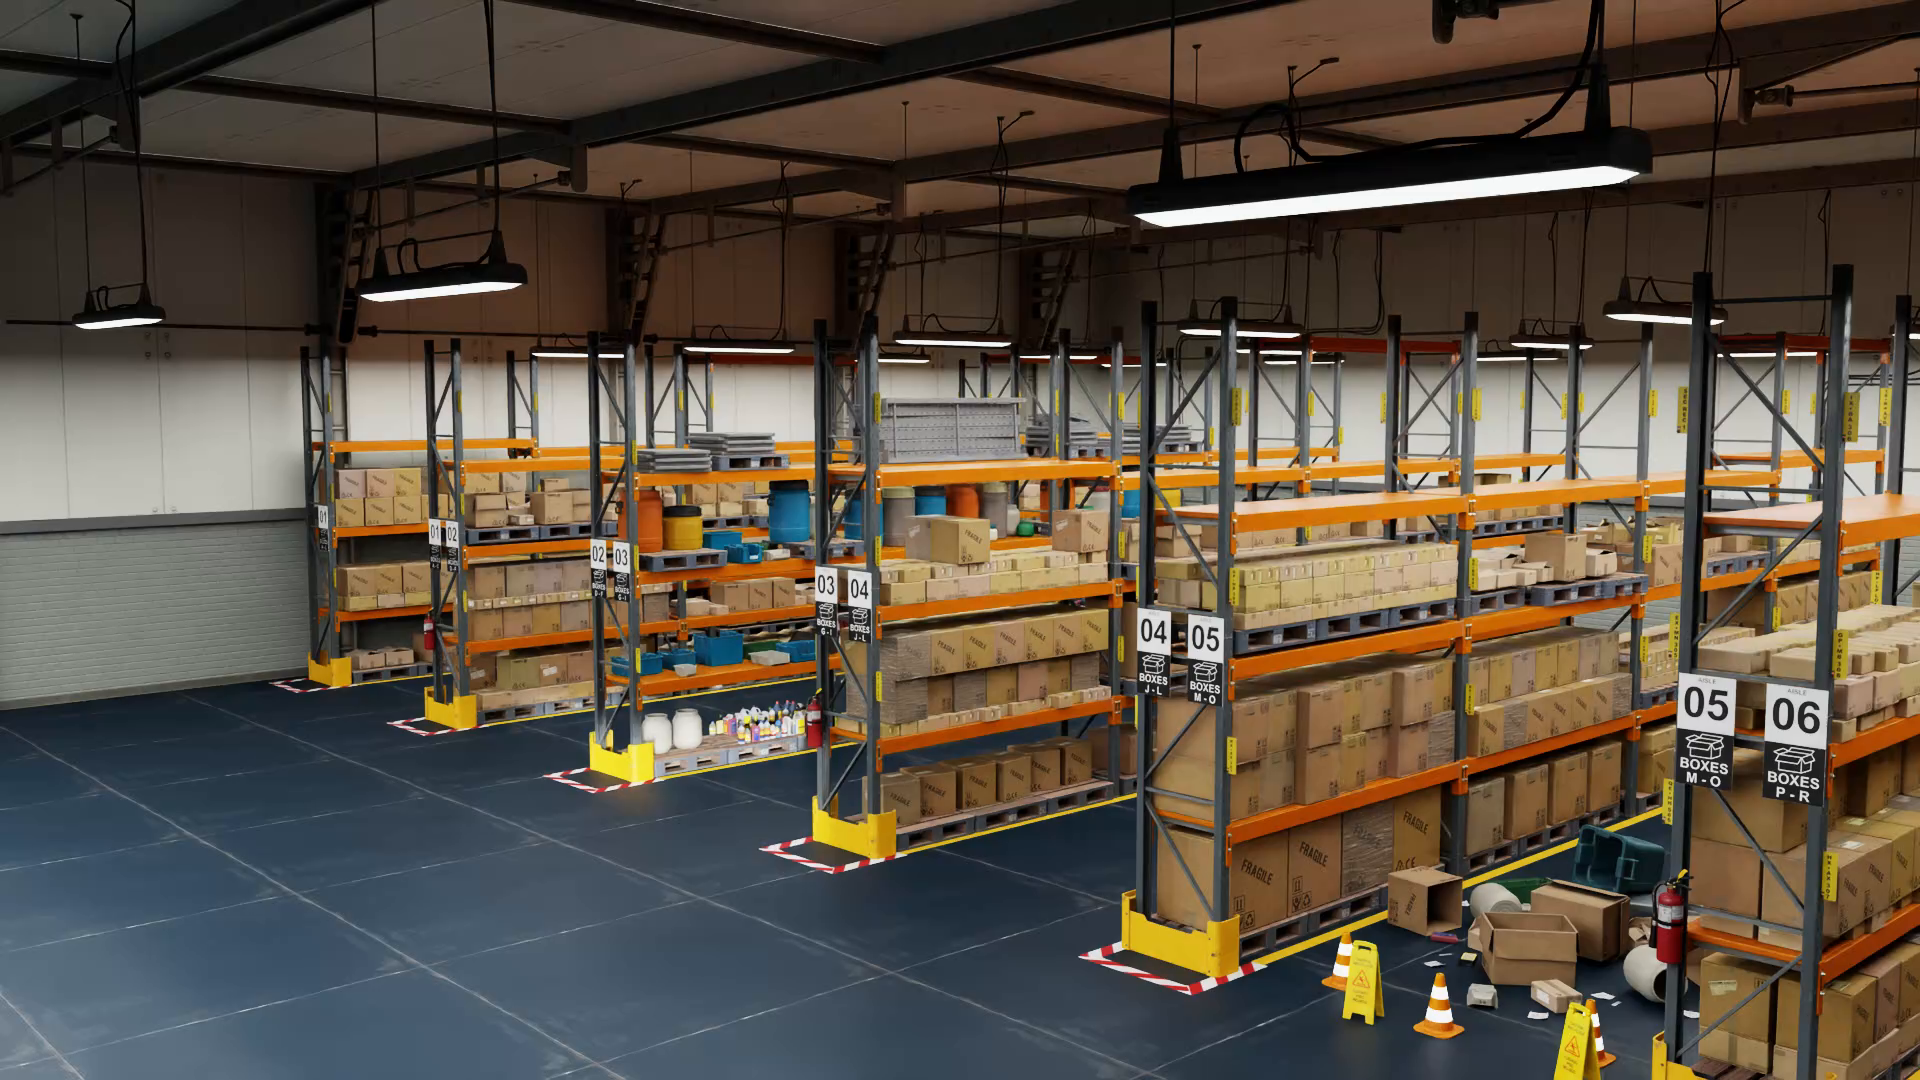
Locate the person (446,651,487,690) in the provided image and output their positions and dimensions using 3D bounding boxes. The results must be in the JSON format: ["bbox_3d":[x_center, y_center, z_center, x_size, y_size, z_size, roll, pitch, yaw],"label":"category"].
[{"bbox_3d":[-8.547,1.784,29.107,0.528,1.595,0.777,1,5,9],"label":"person"}]

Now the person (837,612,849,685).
[{"bbox_3d":[-2.164,1.709,29.432,0.619,1.794,0.798,3,6,34],"label":"person"}]
